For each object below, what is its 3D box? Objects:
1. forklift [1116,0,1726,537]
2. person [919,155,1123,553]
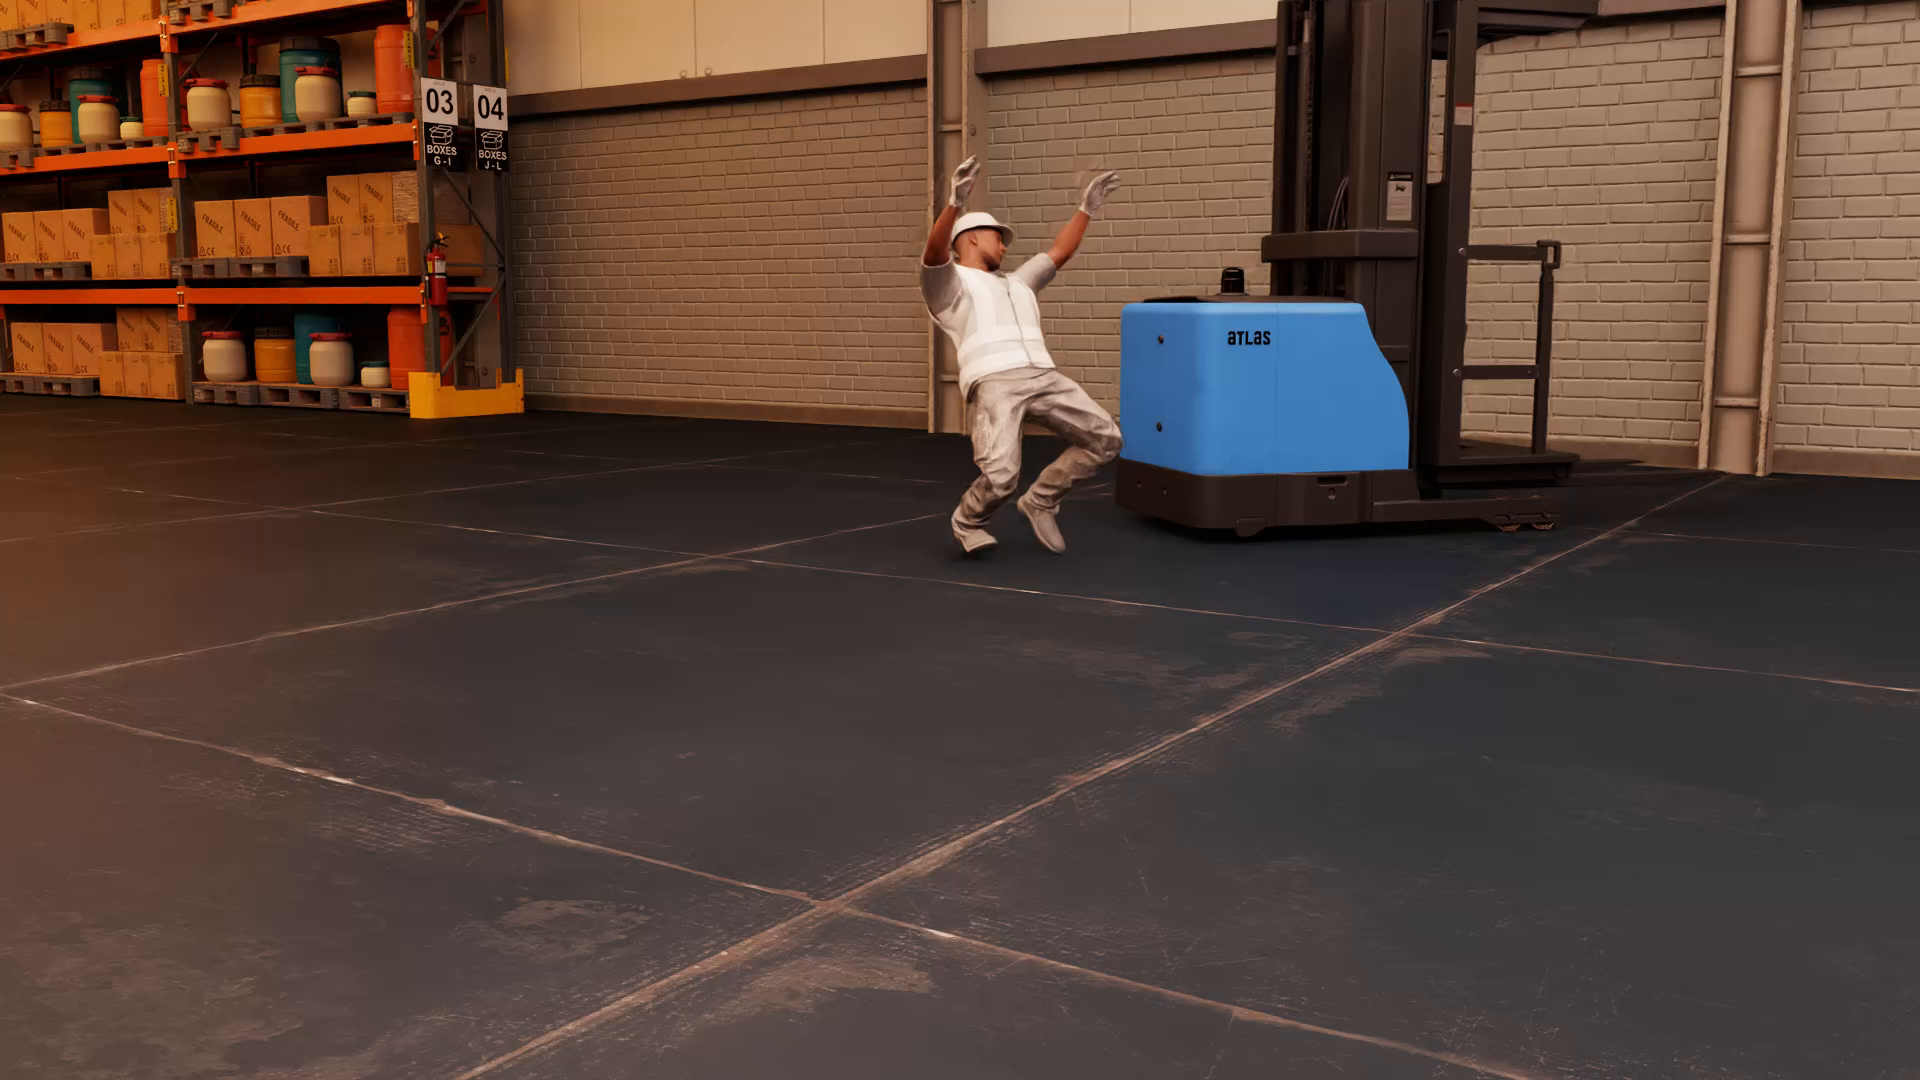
[{"bbox_3d":[2.356,-1.559,8.154,3.031,2.935,1.130,-3,8,-17],"label":"forklift"},{"bbox_3d":[0.254,-0.747,7.060,1.014,1.646,0.766,-6,10,-37],"label":"person"}]
